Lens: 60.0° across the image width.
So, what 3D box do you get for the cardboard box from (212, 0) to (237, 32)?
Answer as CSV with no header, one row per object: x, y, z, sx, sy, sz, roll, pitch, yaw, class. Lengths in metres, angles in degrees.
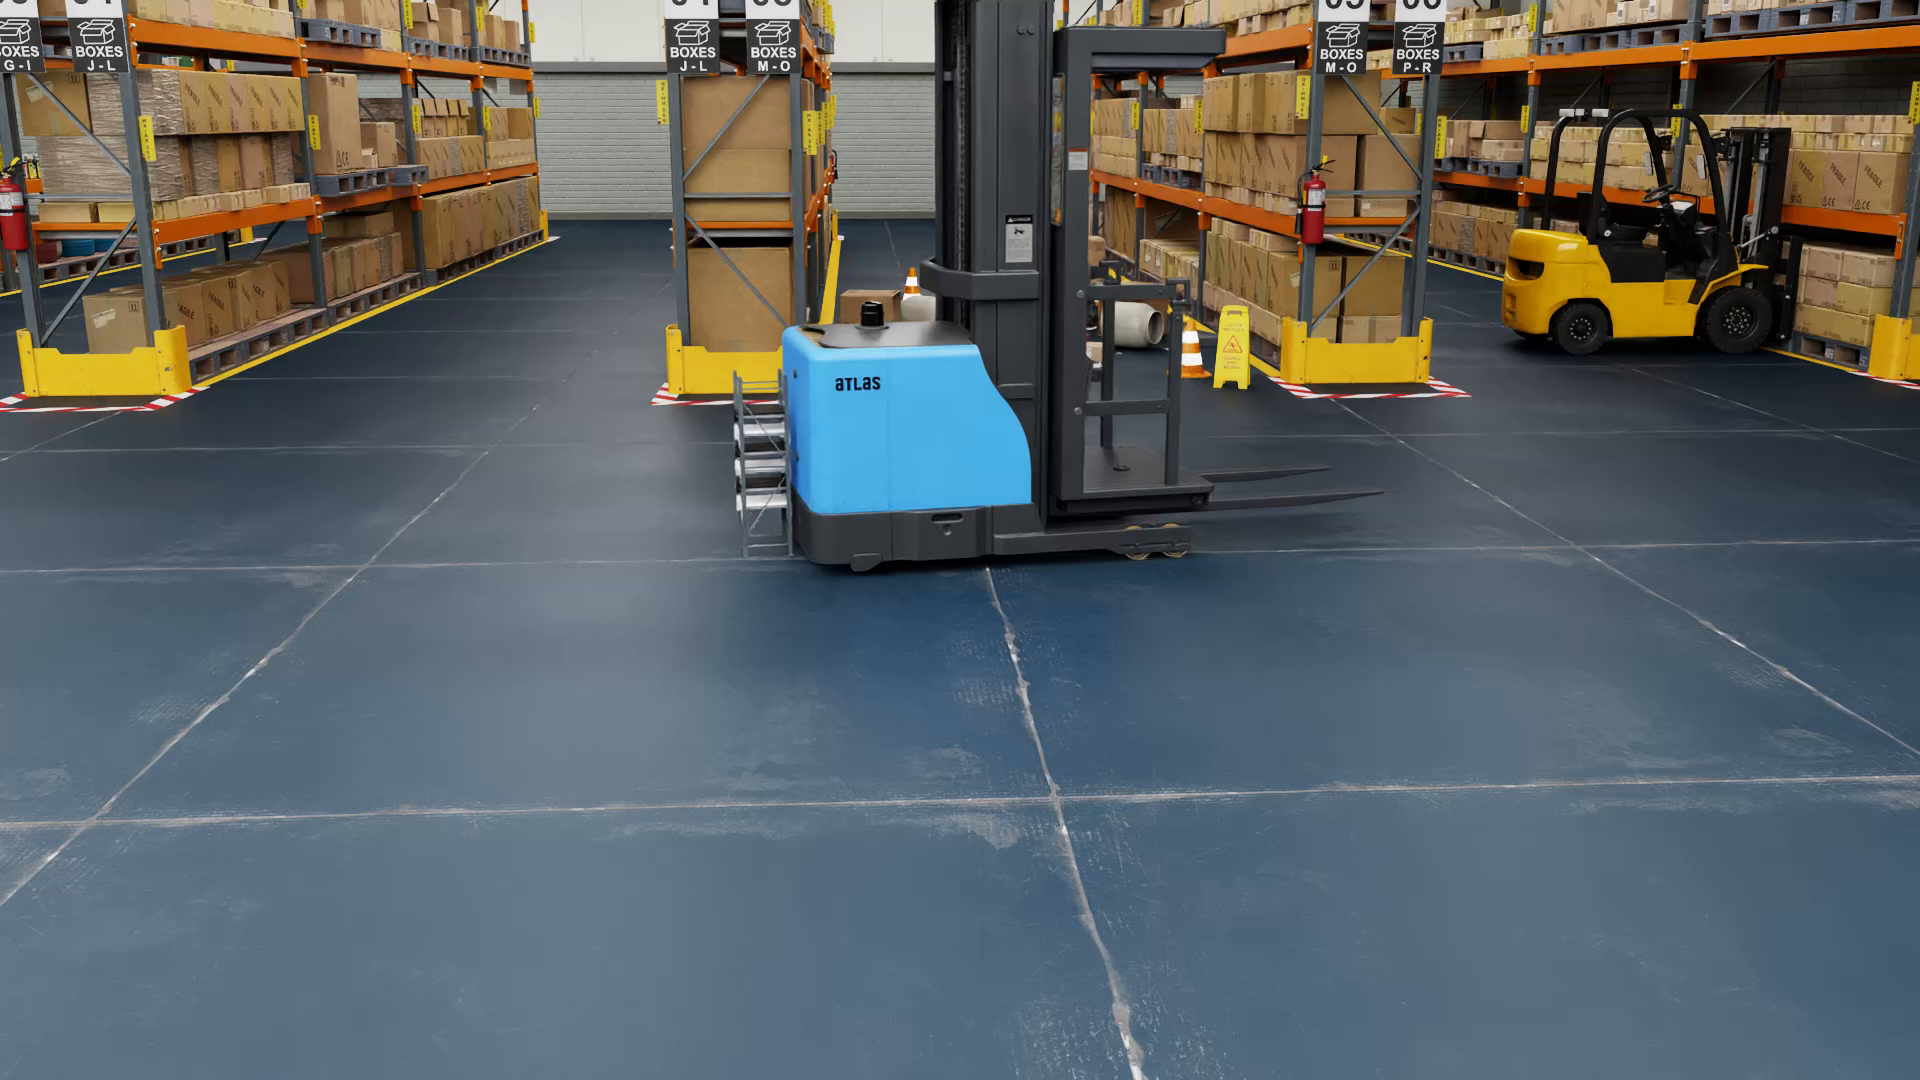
-6.533,-4.478,14.190,0.500,0.250,0.500,0,14,-2,cardboard box

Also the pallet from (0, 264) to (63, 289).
-12.188,-3.351,21.127,1.003,0.211,1.213,-1,14,-3,pallet

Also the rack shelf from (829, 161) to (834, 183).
-2.569,-5.778,26.406,1.077,0.370,4.000,-1,14,-3,rack shelf

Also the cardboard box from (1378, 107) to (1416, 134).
7.048,-6.747,26.929,0.500,0.500,0.500,-1,14,-2,cardboard box

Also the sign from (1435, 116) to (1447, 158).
3.774,-3.174,13.104,0.100,0.325,0.005,-1,14,-3,sign

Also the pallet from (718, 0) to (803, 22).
-1.758,-4.238,13.138,1.003,0.211,1.213,-1,14,-3,pallet

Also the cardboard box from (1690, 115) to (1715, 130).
7.662,-4.241,16.890,0.380,0.149,0.250,-1,14,-2,cardboard box

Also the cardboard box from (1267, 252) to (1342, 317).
2.923,-2.176,14.134,0.500,0.500,0.500,-1,14,-3,cardboard box

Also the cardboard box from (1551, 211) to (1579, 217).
7.969,-4.255,21.914,0.380,0.149,0.250,0,14,-1,cardboard box

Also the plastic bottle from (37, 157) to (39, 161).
-11.833,-4.791,21.386,0.097,0.271,0.097,0,14,0,plastic bottle

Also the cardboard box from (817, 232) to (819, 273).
-2.250,-3.595,20.151,1.050,0.750,0.750,-1,14,-4,cardboard box

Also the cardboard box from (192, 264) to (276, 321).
-6.878,-2.338,15.767,0.500,0.500,0.500,4,15,14,cardboard box

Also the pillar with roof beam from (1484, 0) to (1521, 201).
4.003,-8.834,24.801,9.100,9.000,0.400,-1,14,-3,pillar with roof beam

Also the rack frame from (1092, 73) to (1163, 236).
2.489,-5.730,24.778,1.000,3.000,0.127,-1,14,-3,rack frame

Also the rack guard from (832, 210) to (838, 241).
-2.688,-5.394,28.488,1.175,0.500,0.348,-1,14,-3,rack guard

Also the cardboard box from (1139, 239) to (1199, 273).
2.762,-3.526,20.640,0.950,0.372,0.625,-2,15,-7,cardboard box

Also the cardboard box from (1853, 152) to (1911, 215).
7.894,-2.990,13.928,0.500,0.500,0.500,-1,14,-5,cardboard box

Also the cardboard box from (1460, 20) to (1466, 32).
7.172,-7.134,23.079,0.380,0.149,0.250,-1,14,-3,cardboard box

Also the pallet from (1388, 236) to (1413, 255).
7.401,-4.628,26.091,1.003,0.211,1.213,-1,14,-3,pallet

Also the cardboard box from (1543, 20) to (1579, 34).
7.409,-6.313,20.448,0.380,0.166,0.250,-1,14,-4,cardboard box

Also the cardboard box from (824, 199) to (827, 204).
-2.081,-4.544,22.836,0.500,0.250,0.500,-2,15,-6,cardboard box

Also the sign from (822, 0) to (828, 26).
-1.643,-6.382,20.094,0.100,0.325,0.005,-1,14,-3,sign

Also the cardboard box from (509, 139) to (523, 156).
-7.292,-6.274,26.597,0.500,0.250,0.500,-1,14,-5,cardboard box

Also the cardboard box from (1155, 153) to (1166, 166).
2.523,-4.525,19.756,0.380,0.149,0.250,-1,14,-3,cardboard box

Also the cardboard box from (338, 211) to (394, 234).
-7.083,-3.782,19.834,0.500,0.250,0.500,0,14,-1,cardboard box

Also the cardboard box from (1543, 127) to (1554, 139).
7.434,-5.025,20.536,0.380,0.149,0.250,-1,14,-2,cardboard box

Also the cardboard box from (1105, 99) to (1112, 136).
2.317,-5.898,23.223,0.500,0.500,0.500,-1,14,-5,cardboard box

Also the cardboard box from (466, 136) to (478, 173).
-7.077,-5.390,23.256,0.500,0.500,0.500,0,14,-2,cardboard box

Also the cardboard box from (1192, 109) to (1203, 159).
2.727,-4.248,17.376,0.500,0.500,0.500,-1,14,-4,cardboard box

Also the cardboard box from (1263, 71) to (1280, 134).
2.959,-3.672,13.975,0.700,0.500,0.500,-1,14,-3,cardboard box

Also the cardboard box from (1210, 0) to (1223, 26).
2.739,-5.151,16.211,0.500,0.250,0.500,-1,14,-5,cardboard box

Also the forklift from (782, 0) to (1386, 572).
0.658,-1.445,8.261,3.031,2.935,1.130,-4,15,-13,forklift

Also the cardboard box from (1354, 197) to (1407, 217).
3.418,-2.712,13.551,0.380,0.149,0.250,-1,14,-3,cardboard box

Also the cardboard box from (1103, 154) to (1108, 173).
2.302,-5.288,23.359,0.500,0.250,0.500,-1,14,-4,cardboard box

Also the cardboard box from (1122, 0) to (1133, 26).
2.486,-6.683,21.419,0.700,0.500,0.500,-2,15,-6,cardboard box

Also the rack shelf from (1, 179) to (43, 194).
-12.222,-4.655,22.043,1.077,0.370,4.000,-1,14,-3,rack shelf

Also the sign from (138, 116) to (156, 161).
-6.117,-3.021,12.509,0.100,0.325,0.005,-1,14,-3,sign

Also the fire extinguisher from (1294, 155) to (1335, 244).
2.780,-2.673,13.050,0.296,0.674,0.183,-1,14,-3,fire extinguisher

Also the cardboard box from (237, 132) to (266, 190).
-6.813,-3.420,15.000,0.875,0.500,0.500,-1,14,-3,cardboard box

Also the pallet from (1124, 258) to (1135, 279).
2.763,-3.582,22.026,1.003,0.211,1.213,-1,14,-3,pallet

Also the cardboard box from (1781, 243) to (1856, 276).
7.768,-2.541,15.053,0.500,0.250,0.500,-1,14,-3,cardboard box

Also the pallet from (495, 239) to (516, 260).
-7.371,-4.417,25.270,1.003,0.211,1.213,-1,14,-3,pallet

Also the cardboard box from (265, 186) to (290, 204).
-6.511,-3.231,15.569,0.380,0.149,0.250,-1,14,-3,cardboard box

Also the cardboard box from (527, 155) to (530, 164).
-7.267,-6.240,27.261,0.380,0.149,0.250,-1,14,-3,cardboard box

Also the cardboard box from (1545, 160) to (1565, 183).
7.500,-4.501,20.302,0.500,0.250,0.500,-1,14,-5,cardboard box

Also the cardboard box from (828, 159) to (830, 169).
-2.136,-5.583,24.708,0.380,0.149,0.250,0,14,-1,cardboard box

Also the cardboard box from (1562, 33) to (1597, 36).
7.906,-6.481,21.176,0.380,0.149,0.250,-1,14,-3,cardboard box

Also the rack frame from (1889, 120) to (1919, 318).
8.186,-2.823,13.480,1.000,3.000,0.127,-1,14,-3,rack frame

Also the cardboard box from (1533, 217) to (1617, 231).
7.716,-3.711,20.853,0.875,0.625,0.625,0,14,-2,cardboard box

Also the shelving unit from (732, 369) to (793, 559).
-0.970,-0.375,8.179,0.258,0.900,0.210,-4,15,-13,shelving unit

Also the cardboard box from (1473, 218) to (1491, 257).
7.394,-4.162,22.858,0.500,0.500,0.500,0,14,-1,cardboard box

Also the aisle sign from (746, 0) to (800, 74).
-1.398,-3.890,12.410,0.394,0.787,0.004,-1,14,-3,aisle sign

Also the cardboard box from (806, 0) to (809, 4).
-1.527,-4.820,14.679,0.380,0.149,0.250,-1,14,-4,cardboard box

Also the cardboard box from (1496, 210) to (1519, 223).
7.359,-4.306,22.115,0.380,0.149,0.250,-2,15,-6,cardboard box

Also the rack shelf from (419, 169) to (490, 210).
-7.278,-4.731,22.340,1.077,0.370,4.000,-1,14,-3,rack shelf

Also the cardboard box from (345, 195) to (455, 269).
-7.176,-3.929,21.198,1.225,0.875,0.875,-2,15,-6,cardboard box

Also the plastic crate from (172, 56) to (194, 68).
-12.247,-7.605,26.469,0.450,0.188,0.336,-1,14,-3,plastic crate
